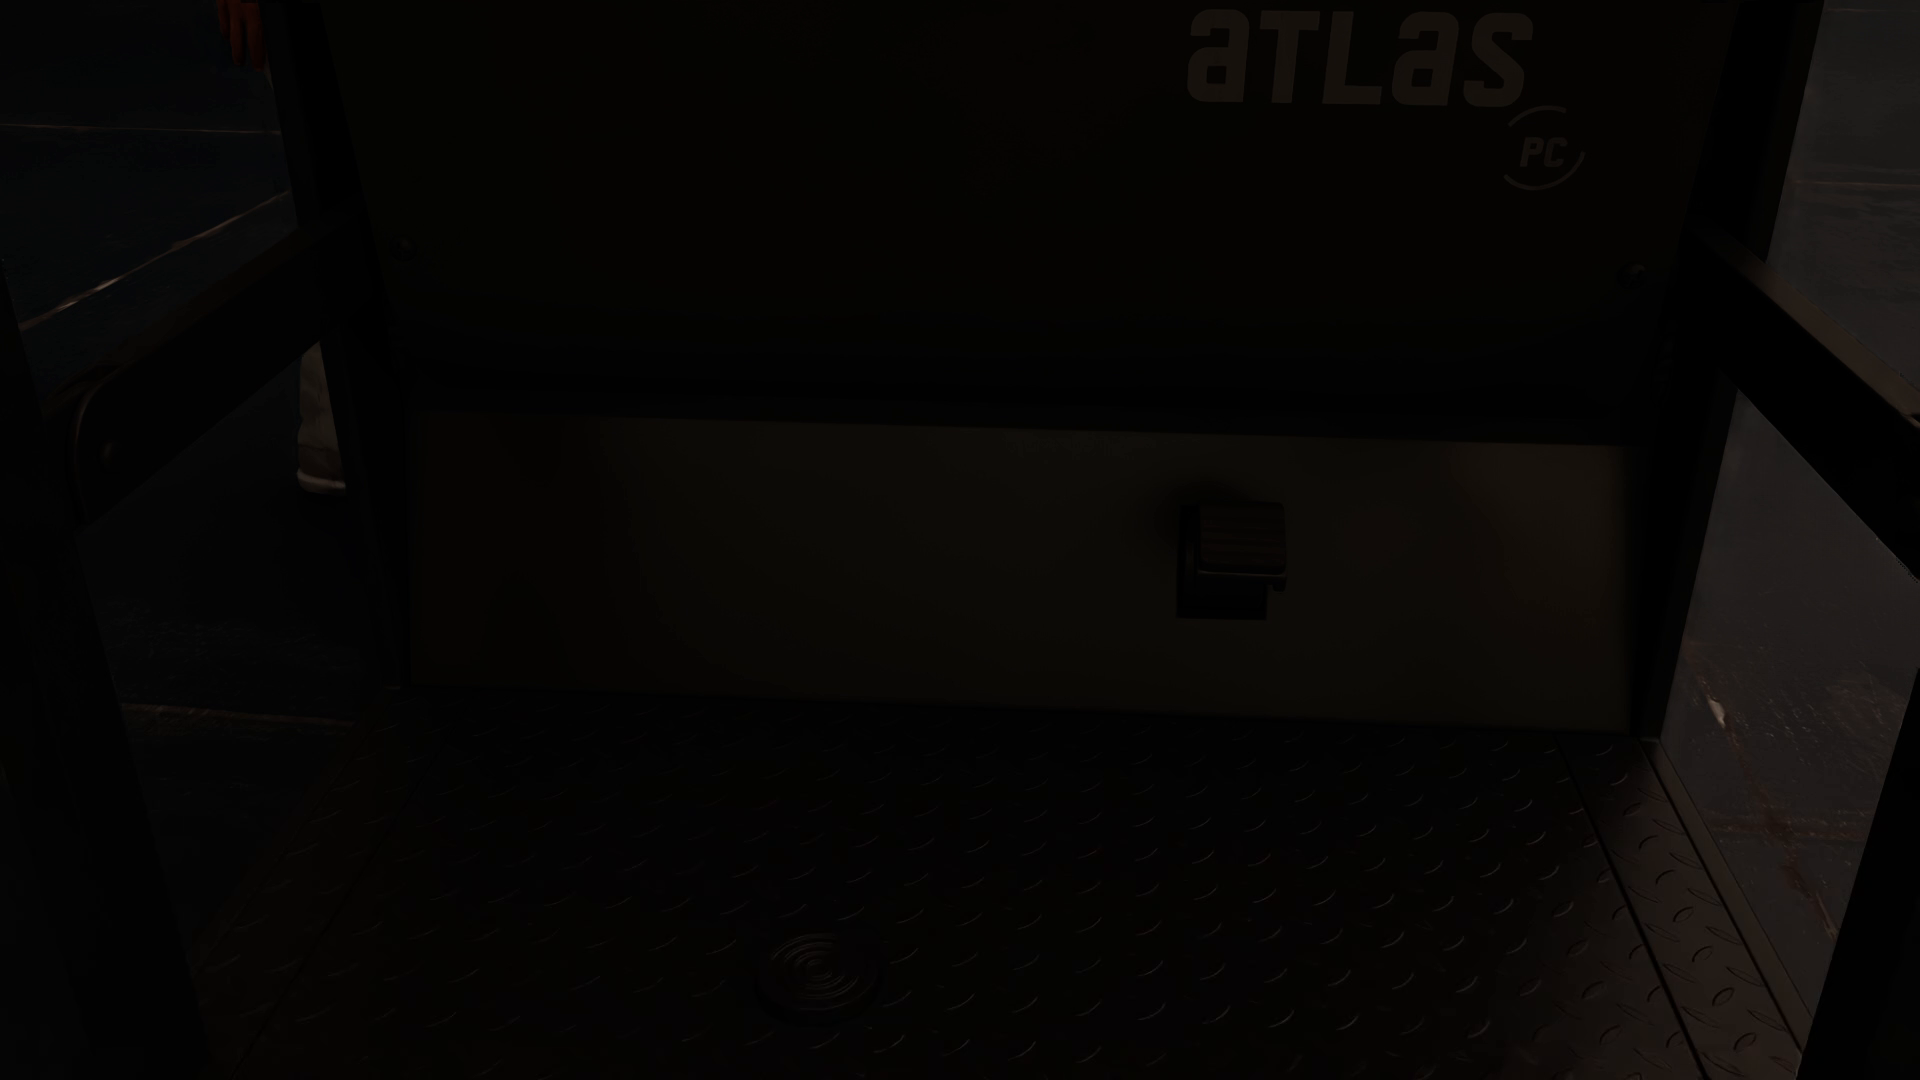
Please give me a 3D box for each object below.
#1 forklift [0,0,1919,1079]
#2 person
[{"bbox_3d":[0.022,-0.755,0.730,1.130,2.935,3.031,2,27,4],"label":"forklift"},{"bbox_3d":[-0.901,-0.916,2.403,0.381,1.726,0.773,1,27,1],"label":"person"}]
